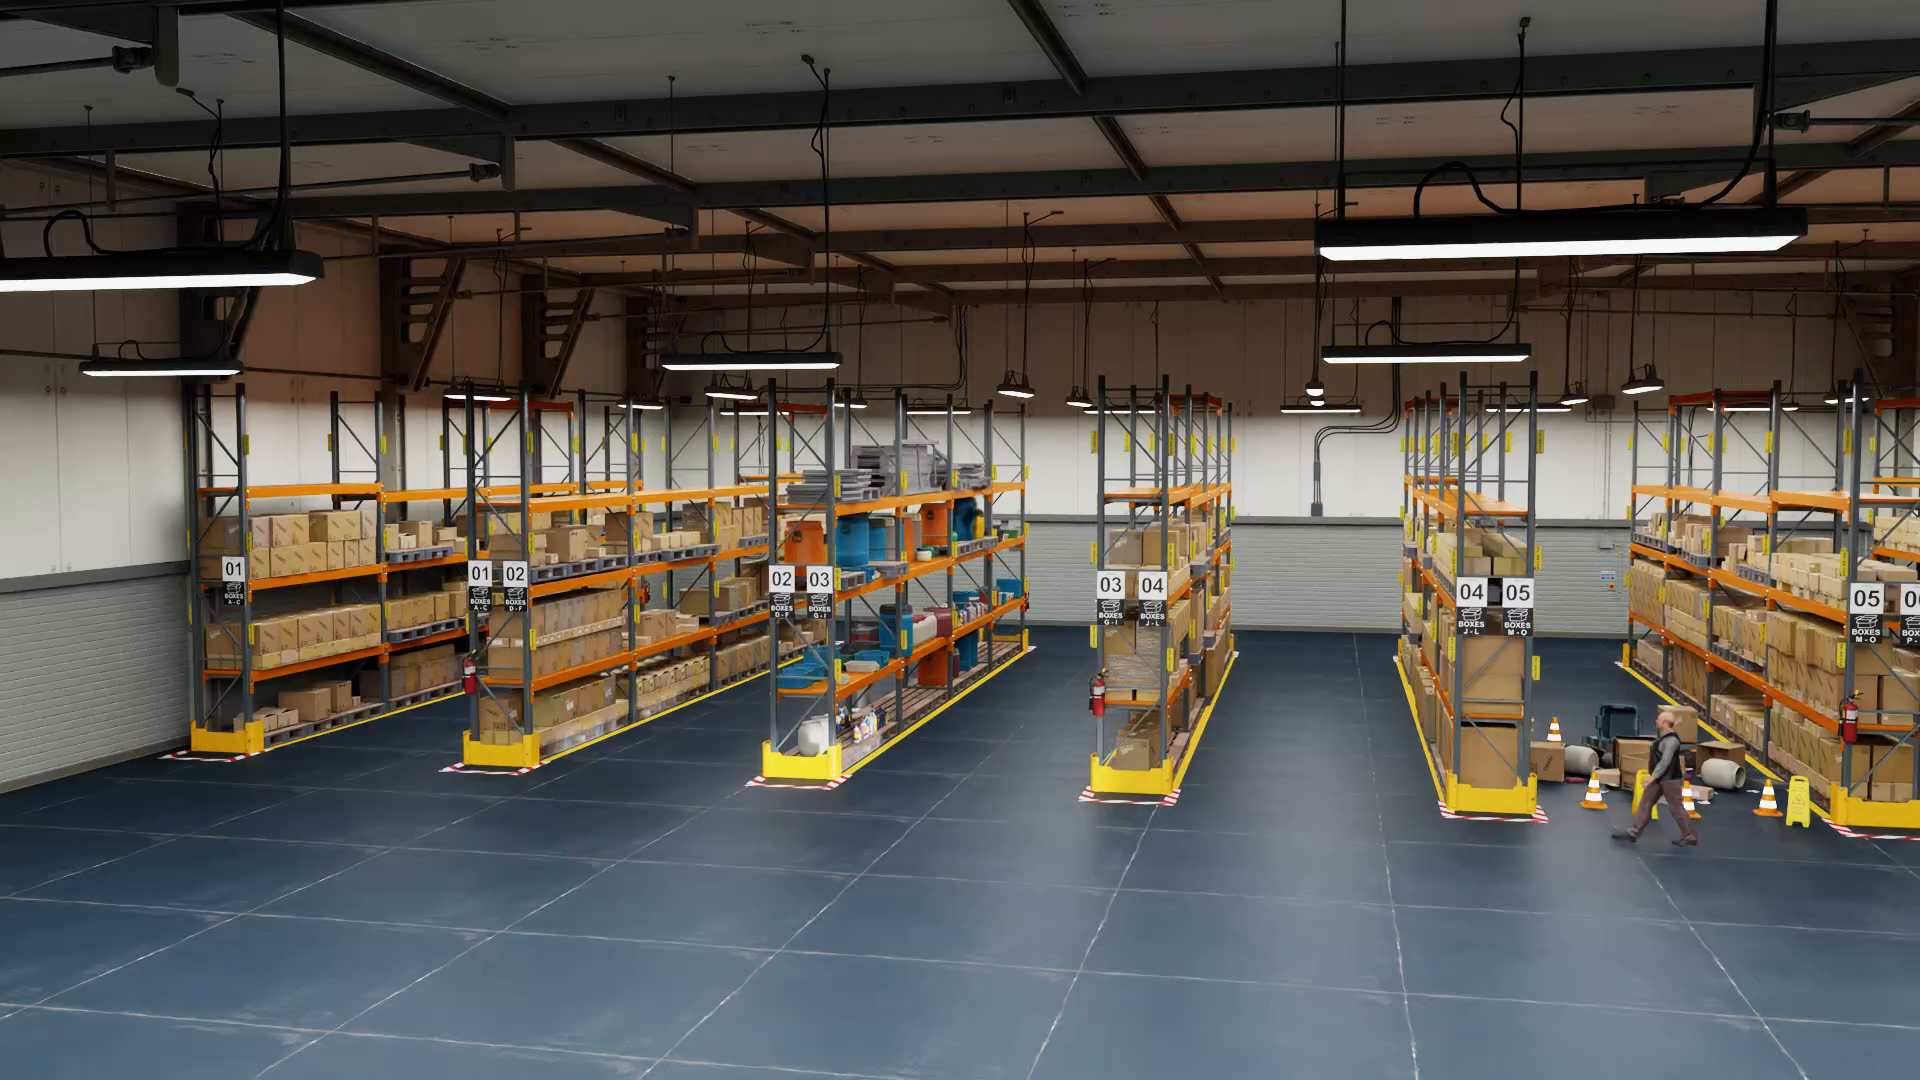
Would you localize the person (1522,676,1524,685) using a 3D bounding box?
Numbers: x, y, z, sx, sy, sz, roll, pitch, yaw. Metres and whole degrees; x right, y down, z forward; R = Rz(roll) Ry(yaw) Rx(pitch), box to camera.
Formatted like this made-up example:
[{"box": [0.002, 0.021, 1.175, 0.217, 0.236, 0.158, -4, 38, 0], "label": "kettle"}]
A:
[{"box": [11.668, 2.171, 34.639, 0.425, 1.742, 0.624, 3, 5, 44], "label": "person"}]

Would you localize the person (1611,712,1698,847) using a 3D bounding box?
[{"box": [8.666, 2.961, 20.614, 0.981, 1.672, 0.524, 0, 3, 1], "label": "person"}]

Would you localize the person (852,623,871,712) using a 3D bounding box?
[{"box": [-1.844, 2.399, 31.089, 0.374, 1.709, 0.536, 2, 4, 32], "label": "person"}]
